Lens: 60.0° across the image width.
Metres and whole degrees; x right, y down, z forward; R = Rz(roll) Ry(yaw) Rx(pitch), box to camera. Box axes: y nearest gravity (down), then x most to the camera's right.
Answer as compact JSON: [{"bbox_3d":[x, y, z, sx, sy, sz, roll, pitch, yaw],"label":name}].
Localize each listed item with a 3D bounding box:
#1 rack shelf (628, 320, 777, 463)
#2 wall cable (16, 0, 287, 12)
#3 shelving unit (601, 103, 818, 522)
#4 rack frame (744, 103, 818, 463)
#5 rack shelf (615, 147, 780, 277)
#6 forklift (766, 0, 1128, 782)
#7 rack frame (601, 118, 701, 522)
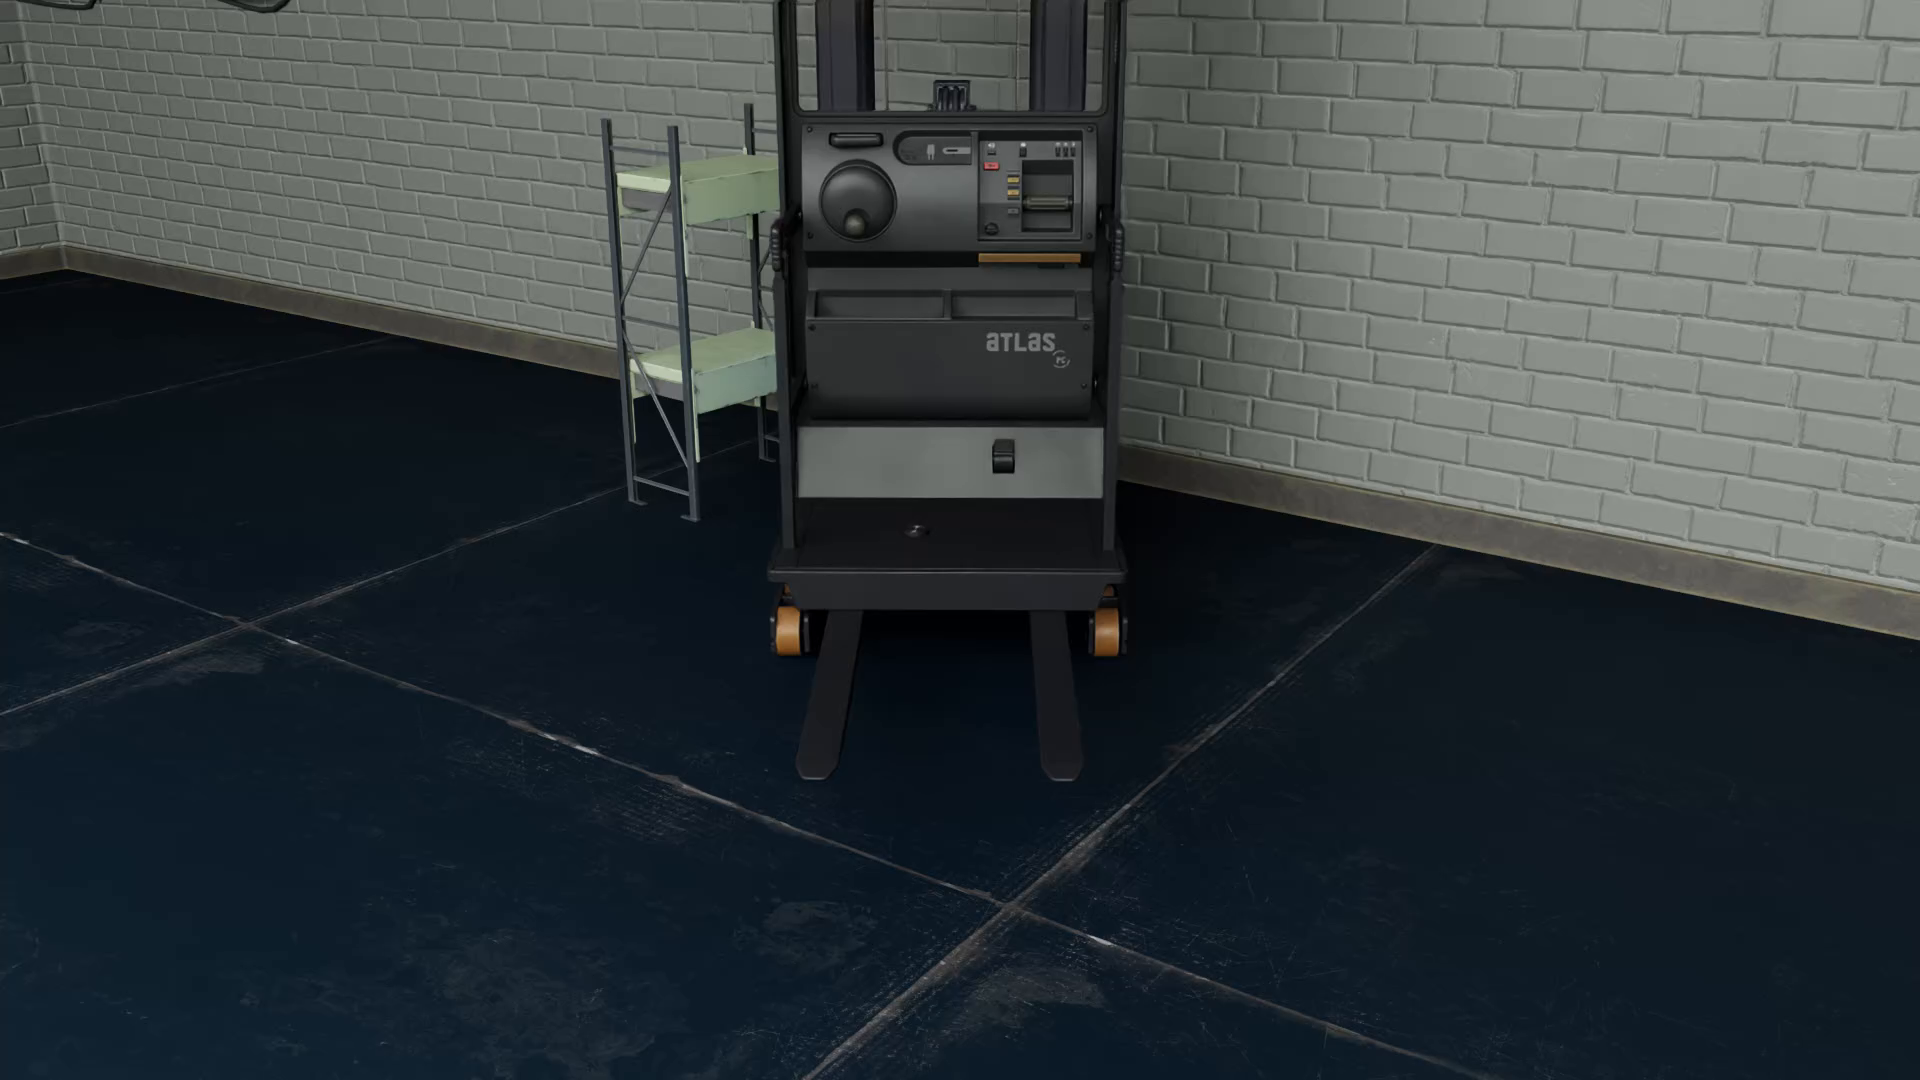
[{"bbox_3d":[-0.940,-0.611,6.695,0.431,0.370,0.720,16,25,36],"label":"rack shelf"},{"bbox_3d":[-4.840,-4.302,9.401,3.097,2.526,0.112,13,24,32],"label":"wall cable"},{"bbox_3d":[-0.940,-0.917,6.582,0.431,1.500,0.755,16,25,36],"label":"shelving unit"},{"bbox_3d":[-0.710,-1.016,6.849,0.400,1.500,0.023,16,25,36],"label":"rack frame"},{"bbox_3d":[-0.940,-1.283,6.447,0.431,0.370,0.720,16,25,36],"label":"rack shelf"},{"bbox_3d":[-0.033,-1.108,5.037,1.130,2.935,3.031,0,20,1],"label":"forklift"},{"bbox_3d":[-1.170,-0.818,6.315,0.400,1.500,0.023,16,25,36],"label":"rack frame"}]
